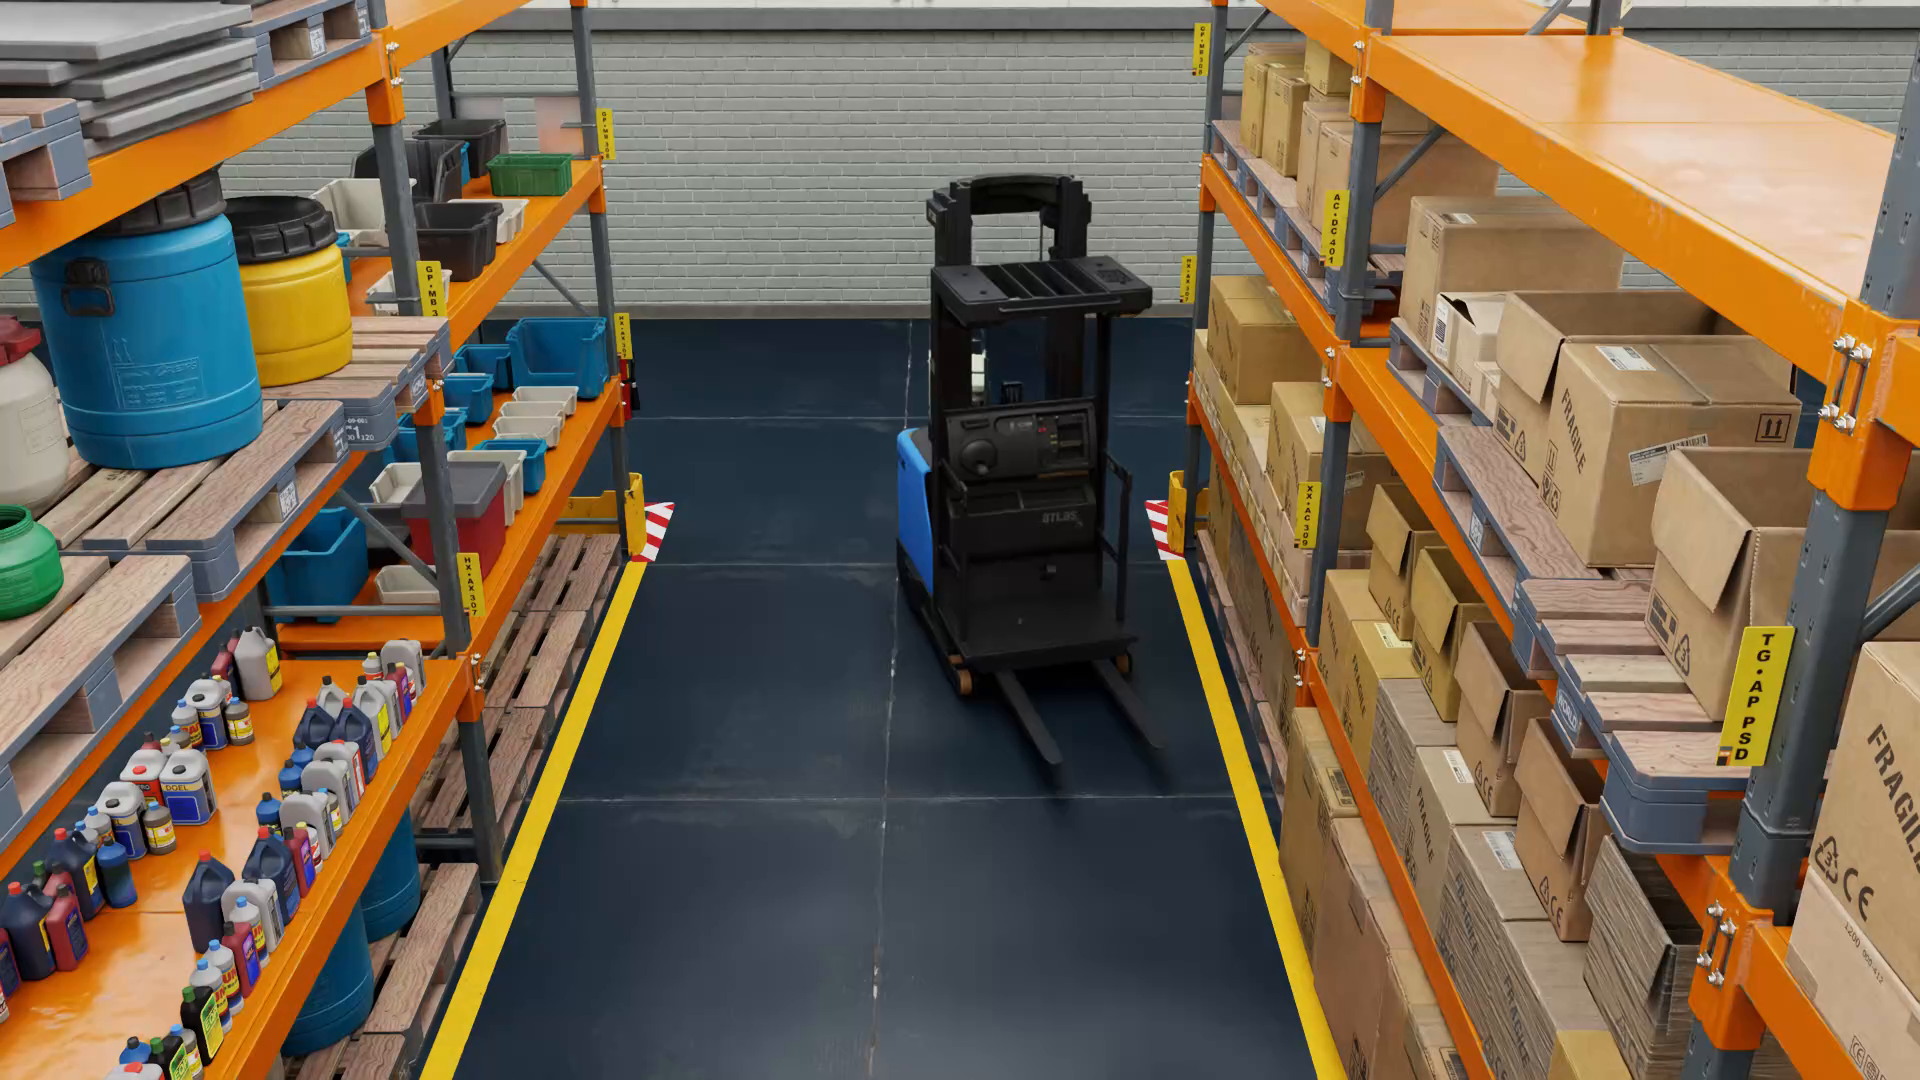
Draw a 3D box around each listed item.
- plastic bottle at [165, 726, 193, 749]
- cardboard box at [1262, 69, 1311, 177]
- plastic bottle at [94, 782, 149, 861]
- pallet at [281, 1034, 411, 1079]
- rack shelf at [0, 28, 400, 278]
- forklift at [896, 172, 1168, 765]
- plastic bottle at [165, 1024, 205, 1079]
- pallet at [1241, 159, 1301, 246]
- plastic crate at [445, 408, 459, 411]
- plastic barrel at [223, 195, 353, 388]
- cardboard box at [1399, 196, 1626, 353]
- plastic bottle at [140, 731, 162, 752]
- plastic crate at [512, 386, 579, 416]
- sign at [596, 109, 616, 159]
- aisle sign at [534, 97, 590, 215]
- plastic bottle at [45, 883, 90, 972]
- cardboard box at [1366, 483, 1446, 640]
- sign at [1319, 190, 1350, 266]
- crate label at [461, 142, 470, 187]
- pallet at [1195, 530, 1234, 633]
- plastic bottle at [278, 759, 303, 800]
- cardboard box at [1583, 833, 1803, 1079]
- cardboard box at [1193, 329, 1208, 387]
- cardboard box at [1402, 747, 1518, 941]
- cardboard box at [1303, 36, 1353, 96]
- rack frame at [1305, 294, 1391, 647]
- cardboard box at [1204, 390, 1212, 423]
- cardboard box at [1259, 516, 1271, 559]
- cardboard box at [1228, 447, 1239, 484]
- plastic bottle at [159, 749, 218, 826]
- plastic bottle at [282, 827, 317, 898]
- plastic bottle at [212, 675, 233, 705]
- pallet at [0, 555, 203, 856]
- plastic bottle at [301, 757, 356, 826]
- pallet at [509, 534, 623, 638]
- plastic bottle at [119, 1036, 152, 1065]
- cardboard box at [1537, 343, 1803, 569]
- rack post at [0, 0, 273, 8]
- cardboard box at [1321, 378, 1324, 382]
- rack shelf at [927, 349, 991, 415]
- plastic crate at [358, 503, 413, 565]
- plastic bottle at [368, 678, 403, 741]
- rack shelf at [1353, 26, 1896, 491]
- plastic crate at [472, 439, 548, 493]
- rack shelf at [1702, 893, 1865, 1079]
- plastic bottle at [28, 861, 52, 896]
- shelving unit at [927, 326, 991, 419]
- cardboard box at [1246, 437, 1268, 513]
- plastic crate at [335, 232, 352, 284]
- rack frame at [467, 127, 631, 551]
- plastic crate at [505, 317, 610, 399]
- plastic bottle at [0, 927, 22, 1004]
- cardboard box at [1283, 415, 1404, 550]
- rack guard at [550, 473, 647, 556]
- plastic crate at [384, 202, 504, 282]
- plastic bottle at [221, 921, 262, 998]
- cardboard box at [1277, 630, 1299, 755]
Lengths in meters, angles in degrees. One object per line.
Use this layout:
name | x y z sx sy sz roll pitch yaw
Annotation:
plastic bottle | -3.208 0.859 6.836 0.097 0.201 0.097 0 24 0
cardboard box | 2.097 -2.324 9.238 0.700 0.500 0.500 -2 24 -4
plastic bottle | -3.174 1.063 6.294 0.152 0.276 0.135 0 24 -1
pallet | -2.828 2.430 6.505 1.003 0.211 1.213 0 24 -1
rack shelf | -2.789 -1.062 4.921 1.077 0.370 4.000 0 24 -1
forklift | 0.430 -0.567 9.830 1.130 2.935 3.031 -6 25 -13
plastic bottle | -2.429 1.602 5.191 0.097 0.201 0.097 0 24 0
pallet | 2.133 -1.850 9.052 1.003 0.211 1.213 0 24 -1
plastic crate | -3.253 -0.703 10.295 0.250 0.136 0.298 0 24 -1
plastic barrel | -2.598 -0.932 6.175 0.600 0.588 0.600 0 24 0
cardboard box | 2.158 -1.050 6.544 0.700 0.500 0.500 0 24 1
plastic bottle | -3.223 0.909 6.625 0.061 0.283 0.133 0 24 -1
plastic crate | -2.664 -0.883 10.694 0.396 0.136 0.243 0 24 -1
sign | -2.304 -2.640 10.816 0.100 0.325 0.005 0 24 -1
aisle sign | -2.562 -2.527 10.926 0.394 0.787 0.004 0 24 -1
plastic bottle | -3.068 1.326 5.704 0.061 0.283 0.133 0 24 -1
cardboard box | 2.157 0.075 6.988 0.797 0.503 0.637 -1 24 -2
sign | 1.587 -1.321 7.050 0.100 0.325 0.005 0 24 -1
crate label | -3.167 -2.229 9.962 0.408 0.251 0.502 0 24 -1
pallet | 2.185 0.266 11.289 1.003 0.211 1.213 0 24 -1
plastic bottle | -2.597 0.979 6.486 0.097 0.271 0.097 0 24 0
cardboard box | 2.194 1.159 4.592 0.797 0.503 0.637 1 24 1
cardboard box | 1.834 -1.202 10.972 0.500 0.250 0.500 -1 24 -2
cardboard box | 1.919 1.086 5.971 0.500 0.500 0.500 0 24 0
cardboard box | 2.110 -2.492 8.701 0.500 0.250 0.500 -1 24 -2
rack frame | 2.142 0.315 7.798 1.000 3.000 0.127 0 24 -1
cardboard box | 1.780 -0.860 10.700 0.380 0.149 0.250 -1 24 -2
cardboard box | 1.803 -0.013 8.827 0.380 0.149 0.250 0 24 0
cardboard box | 1.790 -0.438 9.766 0.380 0.149 0.250 -1 24 -2
plastic bottle | -3.024 0.967 6.506 0.152 0.276 0.135 0 24 -1
plastic bottle | -2.421 1.155 6.080 0.061 0.283 0.133 0 24 -1
plastic bottle | -3.212 0.683 7.225 0.097 0.201 0.097 0 24 0
pallet | -2.678 0.389 4.223 1.003 0.211 1.213 0 24 -1
plastic bottle | -2.472 0.968 6.503 0.152 0.276 0.135 0 24 -1
pallet | -2.884 0.299 11.216 1.003 0.211 1.213 0 24 -1
plastic bottle | -2.488 1.626 5.055 0.097 0.271 0.097 0 24 0
cardboard box | 2.010 -0.247 4.769 0.500 0.500 0.500 1 24 2
rack post | -2.833 -2.015 5.760 0.937 0.300 0.954 -1 24 -2
cardboard box | 2.380 -0.784 10.047 0.500 0.250 0.500 -1 24 -2
rack shelf | -0.013 -1.050 11.688 0.431 0.370 0.720 -1 24 -1
plastic crate | -3.091 -0.025 8.810 0.437 0.125 0.590 0 24 -1
plastic bottle | -2.479 0.705 7.085 0.152 0.276 0.135 0 24 -1
rack shelf | 2.164 -1.085 4.970 1.077 0.370 4.000 0 24 -1
plastic crate | -2.575 -0.417 9.546 0.416 0.233 0.300 0 24 -1
rack shelf | 2.208 1.748 1.861 1.077 0.370 4.000 0 24 -1
plastic bottle | -3.214 1.271 5.824 0.061 0.283 0.133 0 24 -1
shelving unit | -0.013 -0.694 11.849 0.431 1.500 0.755 -1 24 -1
cardboard box | 1.861 -0.357 9.103 0.500 0.250 0.500 0 24 1
plastic crate | -3.140 -1.327 7.991 0.416 0.233 0.300 0 24 -1
rack frame | -2.854 -1.311 11.393 1.000 3.000 0.127 0 24 -1
plastic crate | -2.664 -1.218 11.070 0.616 0.435 0.499 0 24 -1
plastic bottle | -3.210 1.403 5.534 0.061 0.283 0.133 0 24 -1
cardboard box | 1.870 -0.282 8.029 0.500 0.500 0.500 0 24 1
rack guard | -2.867 -0.182 11.930 1.175 0.500 0.348 0 24 -1
plastic crate | -2.550 -1.483 8.292 0.497 0.269 0.590 0 24 -1
plastic bottle | -2.415 1.382 5.579 0.061 0.283 0.133 0 24 -1
cardboard box | 2.215 0.819 8.751 0.875 0.875 0.875 0 24 -1
